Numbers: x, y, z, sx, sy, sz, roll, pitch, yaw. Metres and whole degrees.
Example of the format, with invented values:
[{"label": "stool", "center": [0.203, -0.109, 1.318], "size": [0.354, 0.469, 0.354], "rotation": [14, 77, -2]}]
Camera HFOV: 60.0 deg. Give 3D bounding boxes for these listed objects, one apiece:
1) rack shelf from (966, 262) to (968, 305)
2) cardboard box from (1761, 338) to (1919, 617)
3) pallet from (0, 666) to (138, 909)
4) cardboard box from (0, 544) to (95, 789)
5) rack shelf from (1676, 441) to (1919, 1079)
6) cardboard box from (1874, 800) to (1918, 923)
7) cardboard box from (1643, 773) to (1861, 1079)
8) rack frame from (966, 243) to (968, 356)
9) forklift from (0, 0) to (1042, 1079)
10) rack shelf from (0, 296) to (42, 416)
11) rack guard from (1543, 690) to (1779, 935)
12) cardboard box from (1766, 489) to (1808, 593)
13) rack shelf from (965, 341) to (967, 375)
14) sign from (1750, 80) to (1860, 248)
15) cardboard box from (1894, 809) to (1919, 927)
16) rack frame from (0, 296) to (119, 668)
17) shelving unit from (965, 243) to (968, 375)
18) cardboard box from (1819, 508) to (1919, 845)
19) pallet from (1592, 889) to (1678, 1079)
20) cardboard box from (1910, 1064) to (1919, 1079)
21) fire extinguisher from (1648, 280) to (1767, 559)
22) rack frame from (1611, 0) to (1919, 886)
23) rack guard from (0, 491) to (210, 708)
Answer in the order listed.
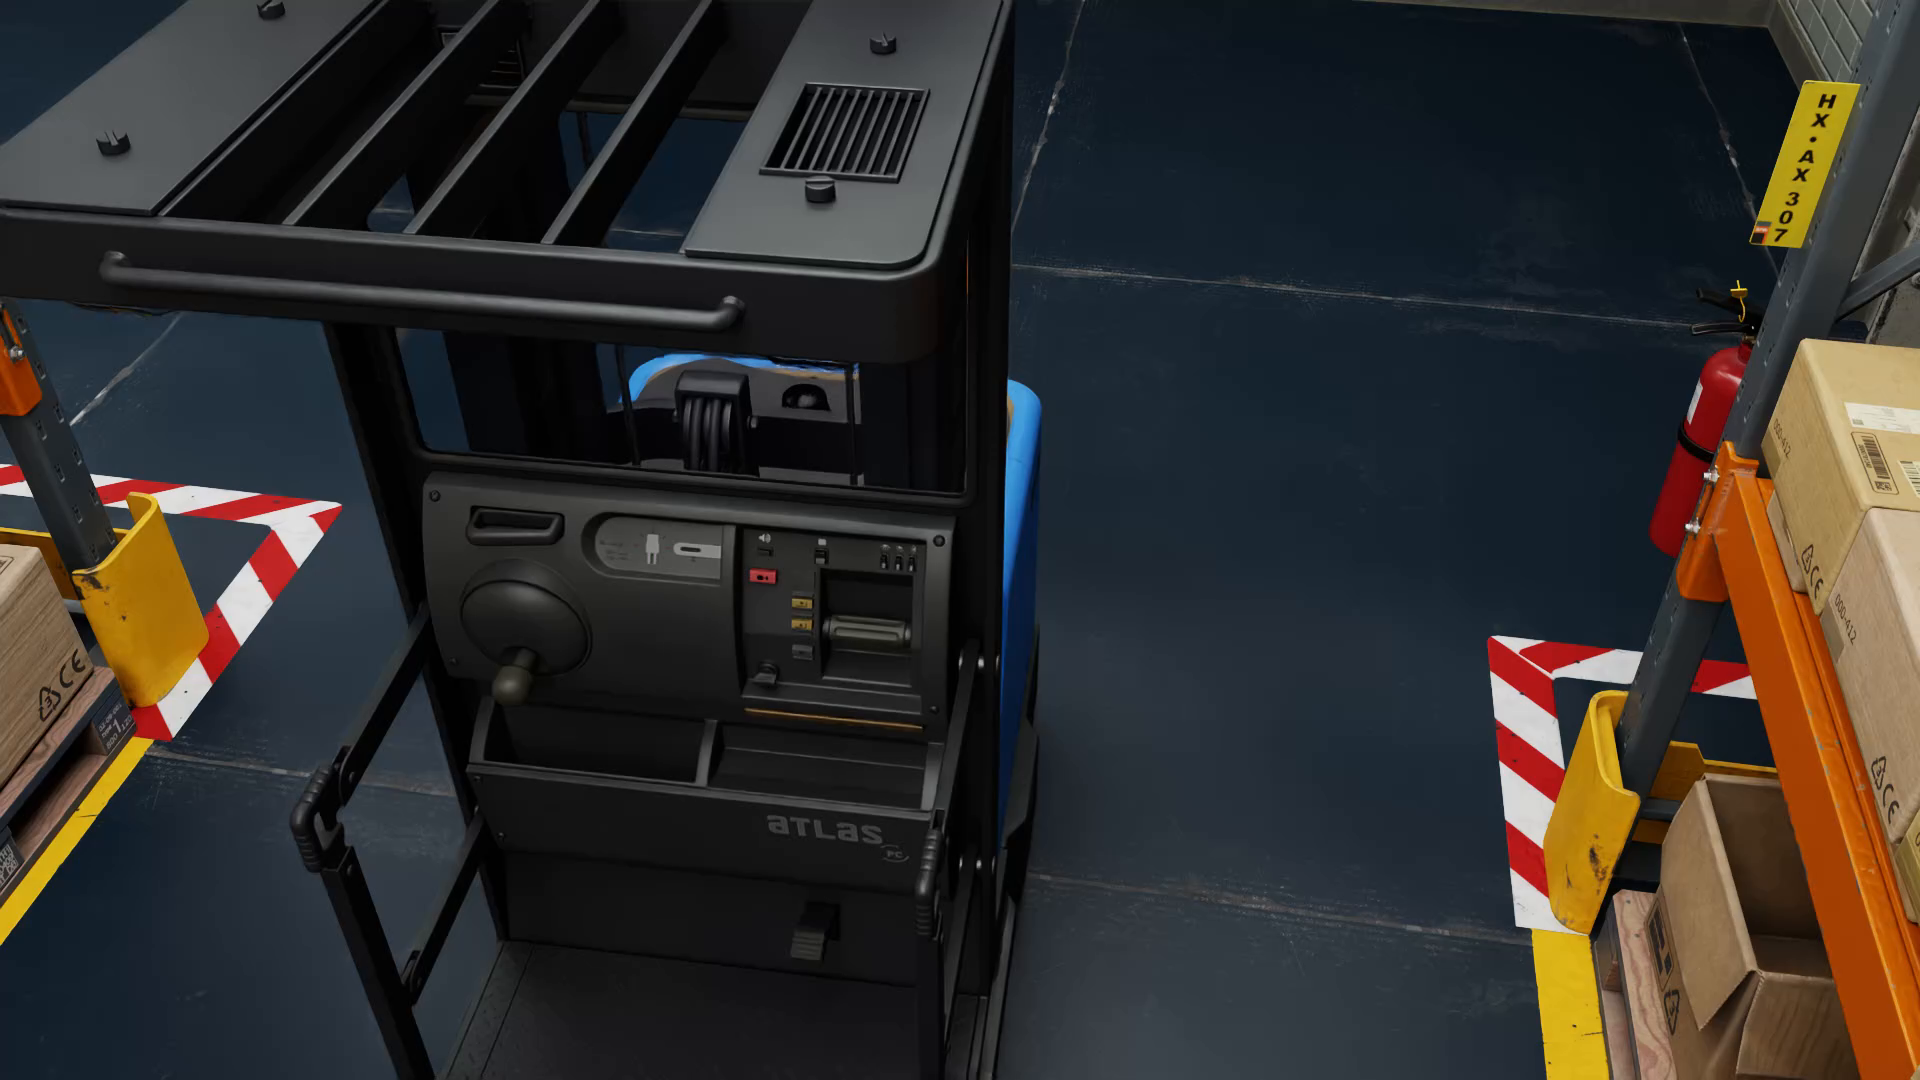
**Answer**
[{"label": "rack shelf", "center": [-0.002, -0.697, 4.656], "size": [0.258, 0.103, 0.180], "rotation": [6, 40, 8]}, {"label": "cardboard box", "center": [1.736, -0.091, 2.890], "size": [0.500, 0.250, 0.500], "rotation": [7, 40, 8]}, {"label": "pallet", "center": [-2.871, 0.751, 4.176], "size": [1.003, 0.211, 1.213], "rotation": [6, 40, 8]}, {"label": "cardboard box", "center": [-2.825, 0.417, 4.073], "size": [0.875, 0.438, 0.875], "rotation": [5, 40, 6]}, {"label": "rack shelf", "center": [1.734, 1.243, 1.957], "size": [1.077, 0.370, 4.000], "rotation": [6, 40, 8]}, {"label": "cardboard box", "center": [1.639, 0.469, 2.526], "size": [0.380, 0.149, 0.250], "rotation": [8, 40, 9]}, {"label": "cardboard box", "center": [1.881, 0.885, 3.456], "size": [0.797, 0.503, 0.637], "rotation": [5, 40, 6]}, {"label": "rack frame", "center": [-0.018, -0.396, 4.787], "size": [0.240, 1.200, 0.006], "rotation": [6, 40, 8]}, {"label": "forklift", "center": [-0.502, 0.193, 2.716], "size": [1.130, 2.935, 3.031], "rotation": [5, 40, 6]}, {"label": "rack shelf", "center": [-3.156, 0.698, 2.616], "size": [1.077, 0.370, 4.000], "rotation": [6, 40, 8]}, {"label": "rack guard", "center": [2.067, 0.722, 3.984], "size": [1.175, 0.500, 0.348], "rotation": [6, 40, 8]}, {"label": "cardboard box", "center": [1.753, -0.016, 3.113], "size": [0.380, 0.149, 0.250], "rotation": [6, 40, 7]}, {"label": "rack shelf", "center": [-0.002, -0.512, 4.809], "size": [0.258, 0.103, 0.180], "rotation": [6, 40, 8]}, {"label": "sign", "center": [1.545, -0.682, 3.042], "size": [0.100, 0.325, 0.005], "rotation": [6, 40, 8]}, {"label": "cardboard box", "center": [1.564, 0.544, 2.122], "size": [0.500, 0.250, 0.500], "rotation": [6, 40, 7]}, {"label": "rack frame", "center": [-2.810, -0.834, 3.905], "size": [1.000, 3.000, 0.127], "rotation": [6, 40, 8]}, {"label": "shelving unit", "center": [-0.002, -0.453, 4.857], "size": [0.258, 1.200, 0.189], "rotation": [6, 40, 8]}, {"label": "cardboard box", "center": [1.649, 0.226, 2.507], "size": [0.500, 0.250, 0.500], "rotation": [7, 40, 8]}, {"label": "pallet", "center": [1.930, 1.334, 3.471], "size": [1.003, 0.211, 1.213], "rotation": [6, 40, 8]}, {"label": "cardboard box", "center": [1.481, 0.787, 2.141], "size": [0.380, 0.149, 0.250], "rotation": [5, 40, 6]}, {"label": "fire extinguisher", "center": [1.650, -0.259, 3.562], "size": [0.296, 0.674, 0.183], "rotation": [6, 40, 8]}, {"label": "rack frame", "center": [2.080, -0.289, 3.246], "size": [1.000, 3.000, 0.127], "rotation": [6, 40, 8]}, {"label": "rack guard", "center": [-2.805, 0.114, 4.719], "size": [1.175, 0.500, 0.348], "rotation": [6, 40, 8]}]
